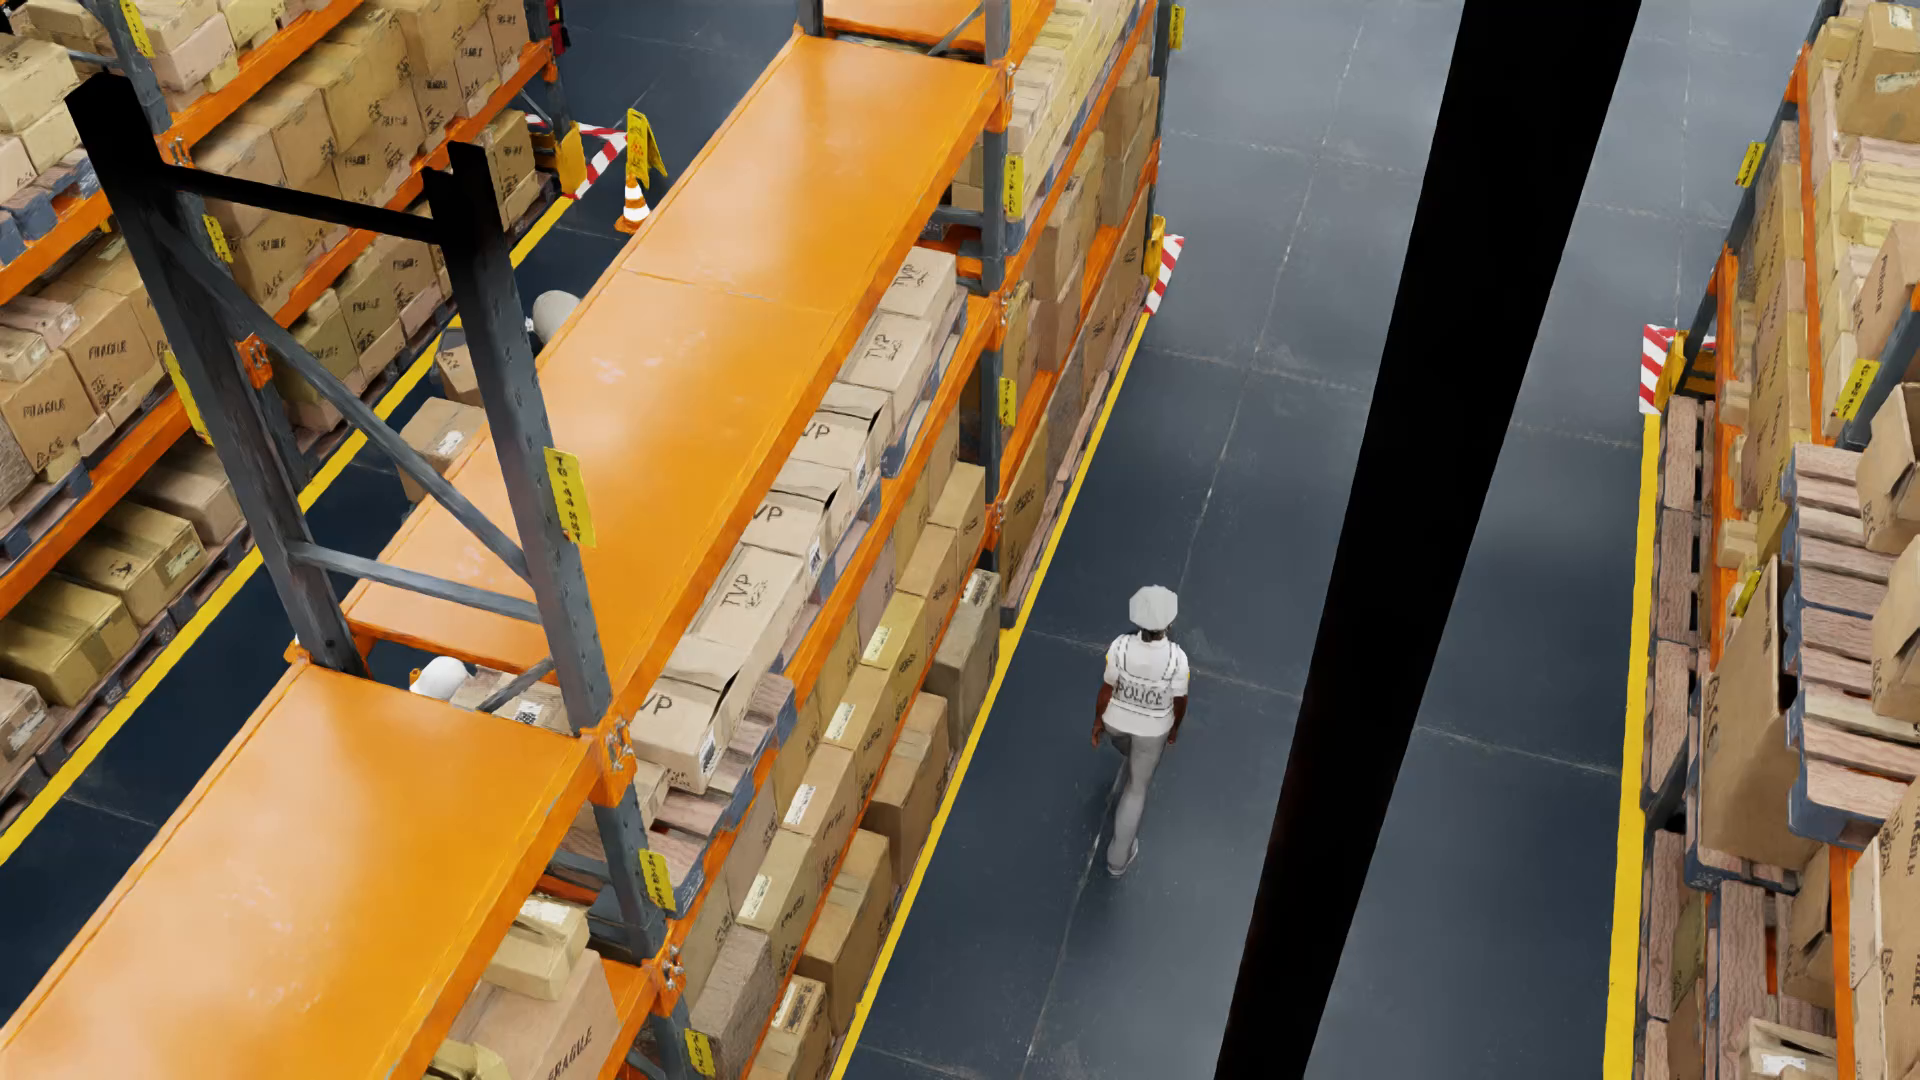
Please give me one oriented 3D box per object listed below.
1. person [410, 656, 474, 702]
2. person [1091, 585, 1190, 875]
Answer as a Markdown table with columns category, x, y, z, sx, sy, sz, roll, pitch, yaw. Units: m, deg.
| category | x | y | z | sx | sy | sz | roll | pitch | yaw |
| --- | --- | --- | --- | --- | --- | --- | --- | --- | --- |
| person | -2.576 | 1.223 | 8.683 | 0.450 | 1.776 | 0.584 | -10 | 46 | -9 |
| person | 0.956 | 0.894 | 8.739 | 0.456 | 1.589 | 1.081 | 15 | 48 | 14 |
